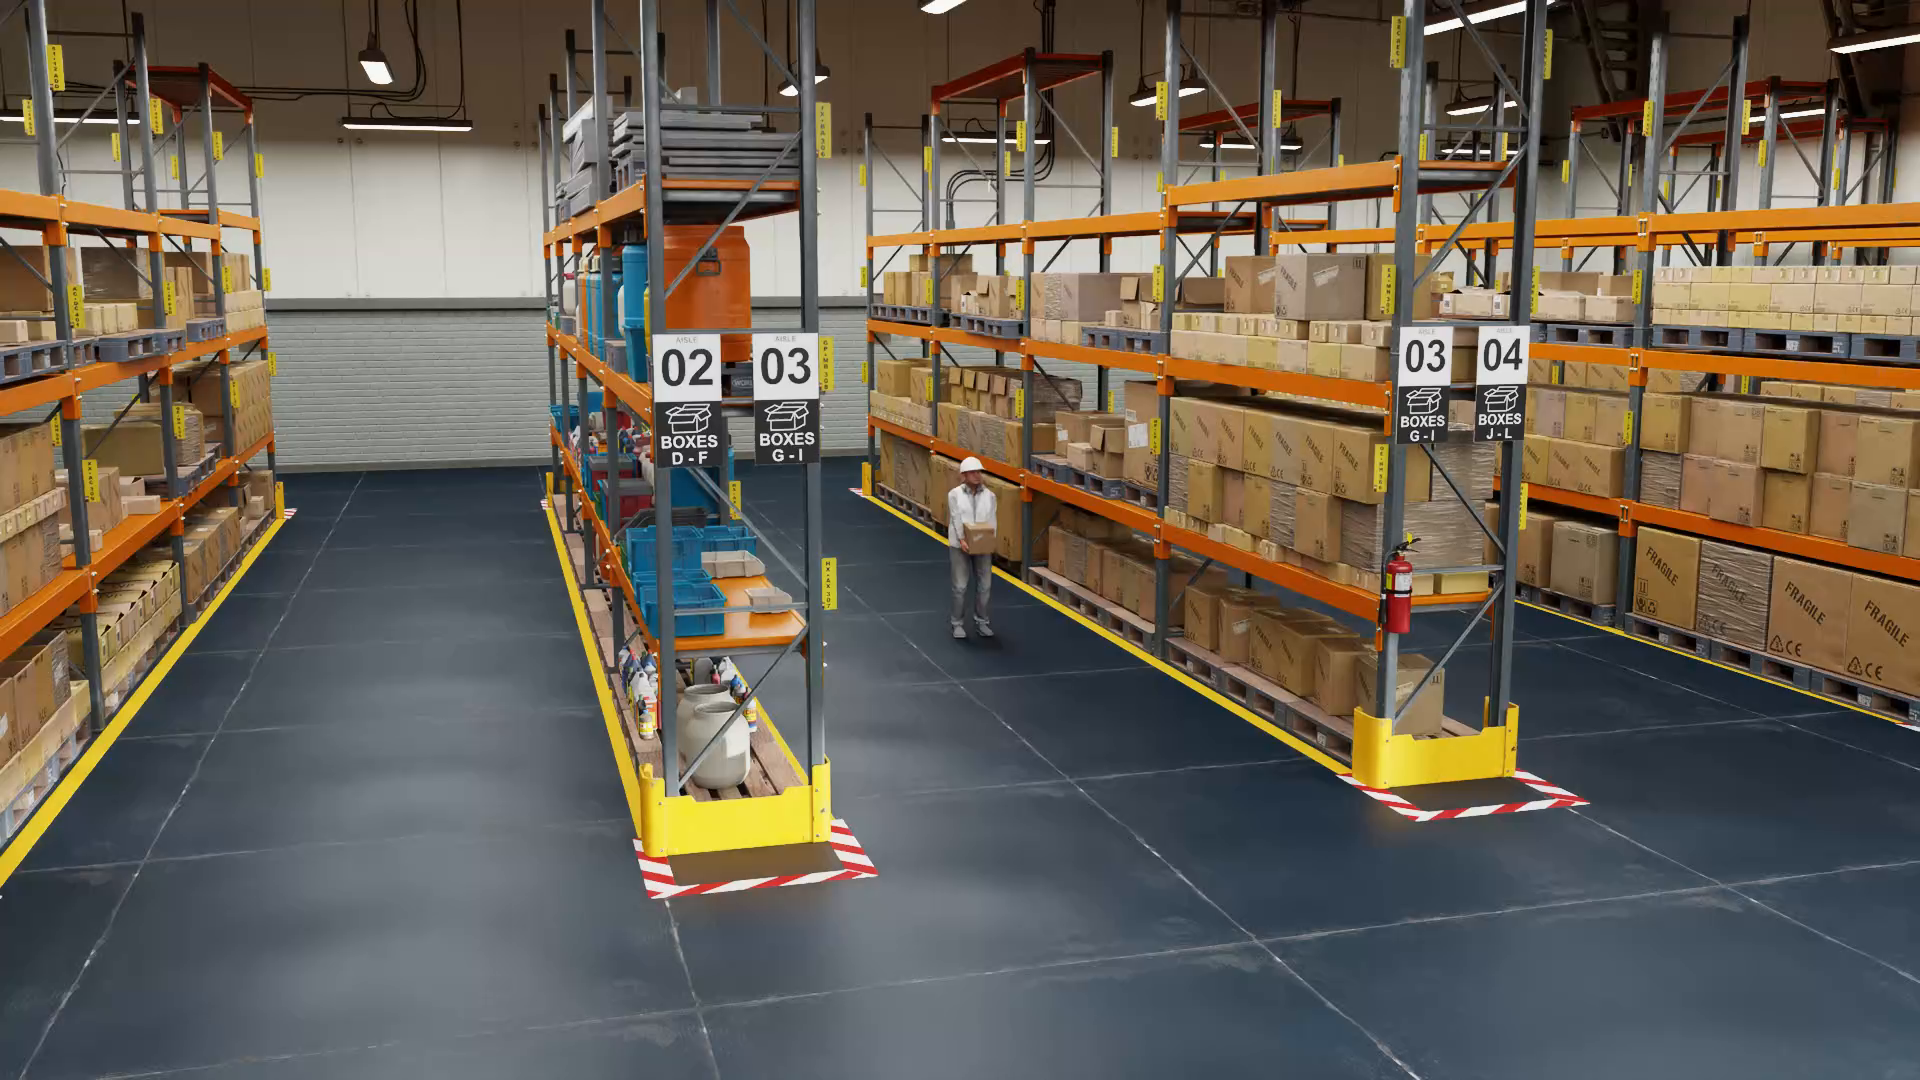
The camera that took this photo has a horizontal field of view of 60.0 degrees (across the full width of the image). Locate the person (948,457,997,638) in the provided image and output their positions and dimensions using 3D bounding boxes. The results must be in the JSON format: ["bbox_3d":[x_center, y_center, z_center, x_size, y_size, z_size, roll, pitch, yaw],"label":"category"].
[{"bbox_3d":[0.148,0.081,16.312,0.494,1.767,0.554,-3,10,-15],"label":"person"}]
